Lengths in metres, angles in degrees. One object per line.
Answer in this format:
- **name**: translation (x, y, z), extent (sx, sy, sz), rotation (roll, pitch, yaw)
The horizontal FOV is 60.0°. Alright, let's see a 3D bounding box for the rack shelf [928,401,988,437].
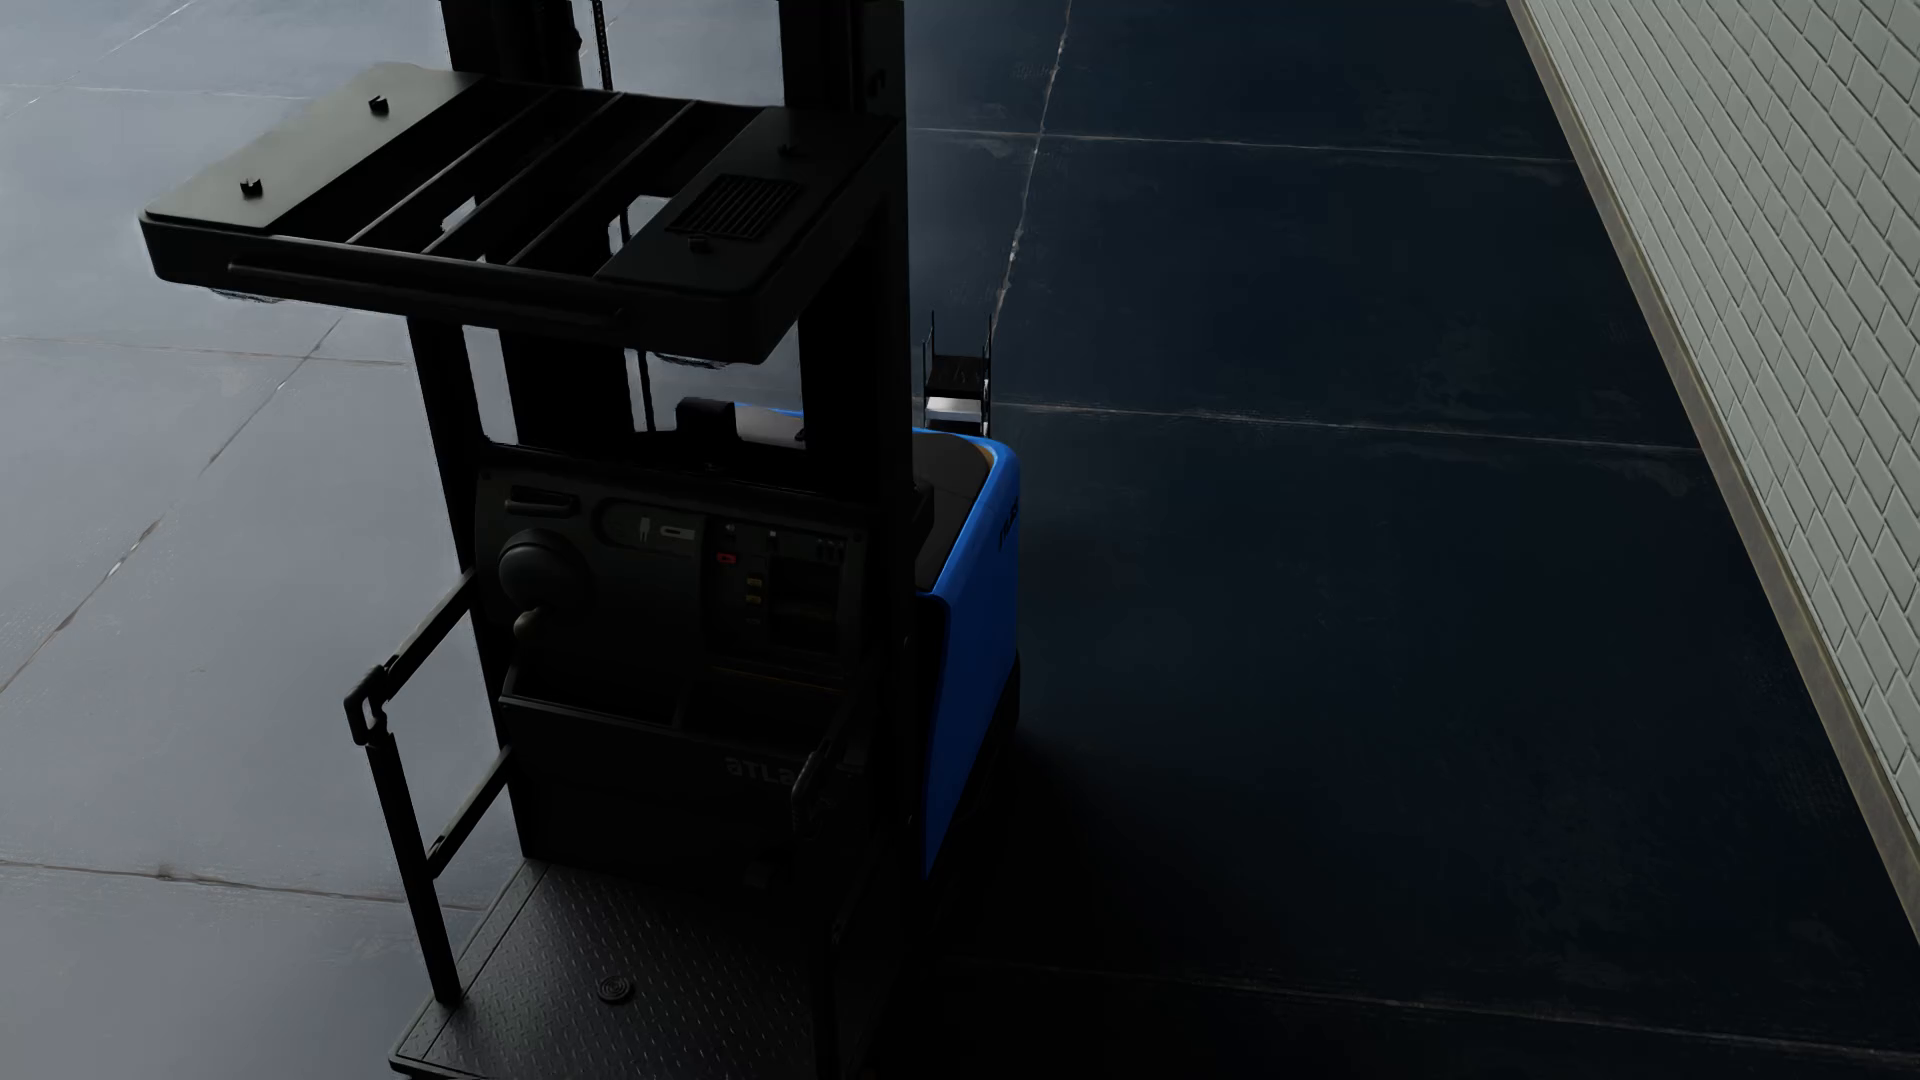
- **rack shelf**: translation (-0.008, -0.413, 5.957), extent (0.200, 0.077, 0.258), rotation (4, 36, 6)

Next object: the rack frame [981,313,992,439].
- **rack frame**: translation (0.093, -0.359, 5.979), extent (0.006, 0.900, 0.240), rotation (4, 36, 6)

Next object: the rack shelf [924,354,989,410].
- **rack shelf**: translation (-0.008, -0.560, 5.852), extent (0.200, 0.077, 0.258), rotation (4, 36, 6)

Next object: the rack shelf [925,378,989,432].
- **rack shelf**: translation (-0.008, -0.486, 5.904), extent (0.200, 0.077, 0.258), rotation (4, 36, 6)

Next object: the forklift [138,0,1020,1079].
- **forklift**: translation (-0.705, 0.143, 3.527), extent (1.130, 2.935, 3.031), rotation (9, 37, 13)

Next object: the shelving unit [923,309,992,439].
- **shelving unit**: translation (-0.008, -0.367, 5.989), extent (0.210, 0.900, 0.258), rotation (4, 36, 6)

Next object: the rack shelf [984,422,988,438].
- **rack shelf**: translation (-0.008, -0.340, 6.009), extent (0.200, 0.077, 0.258), rotation (4, 36, 6)

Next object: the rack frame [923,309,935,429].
- **rack frame**: translation (-0.109, -0.374, 6.000), extent (0.006, 0.900, 0.240), rotation (4, 36, 6)
